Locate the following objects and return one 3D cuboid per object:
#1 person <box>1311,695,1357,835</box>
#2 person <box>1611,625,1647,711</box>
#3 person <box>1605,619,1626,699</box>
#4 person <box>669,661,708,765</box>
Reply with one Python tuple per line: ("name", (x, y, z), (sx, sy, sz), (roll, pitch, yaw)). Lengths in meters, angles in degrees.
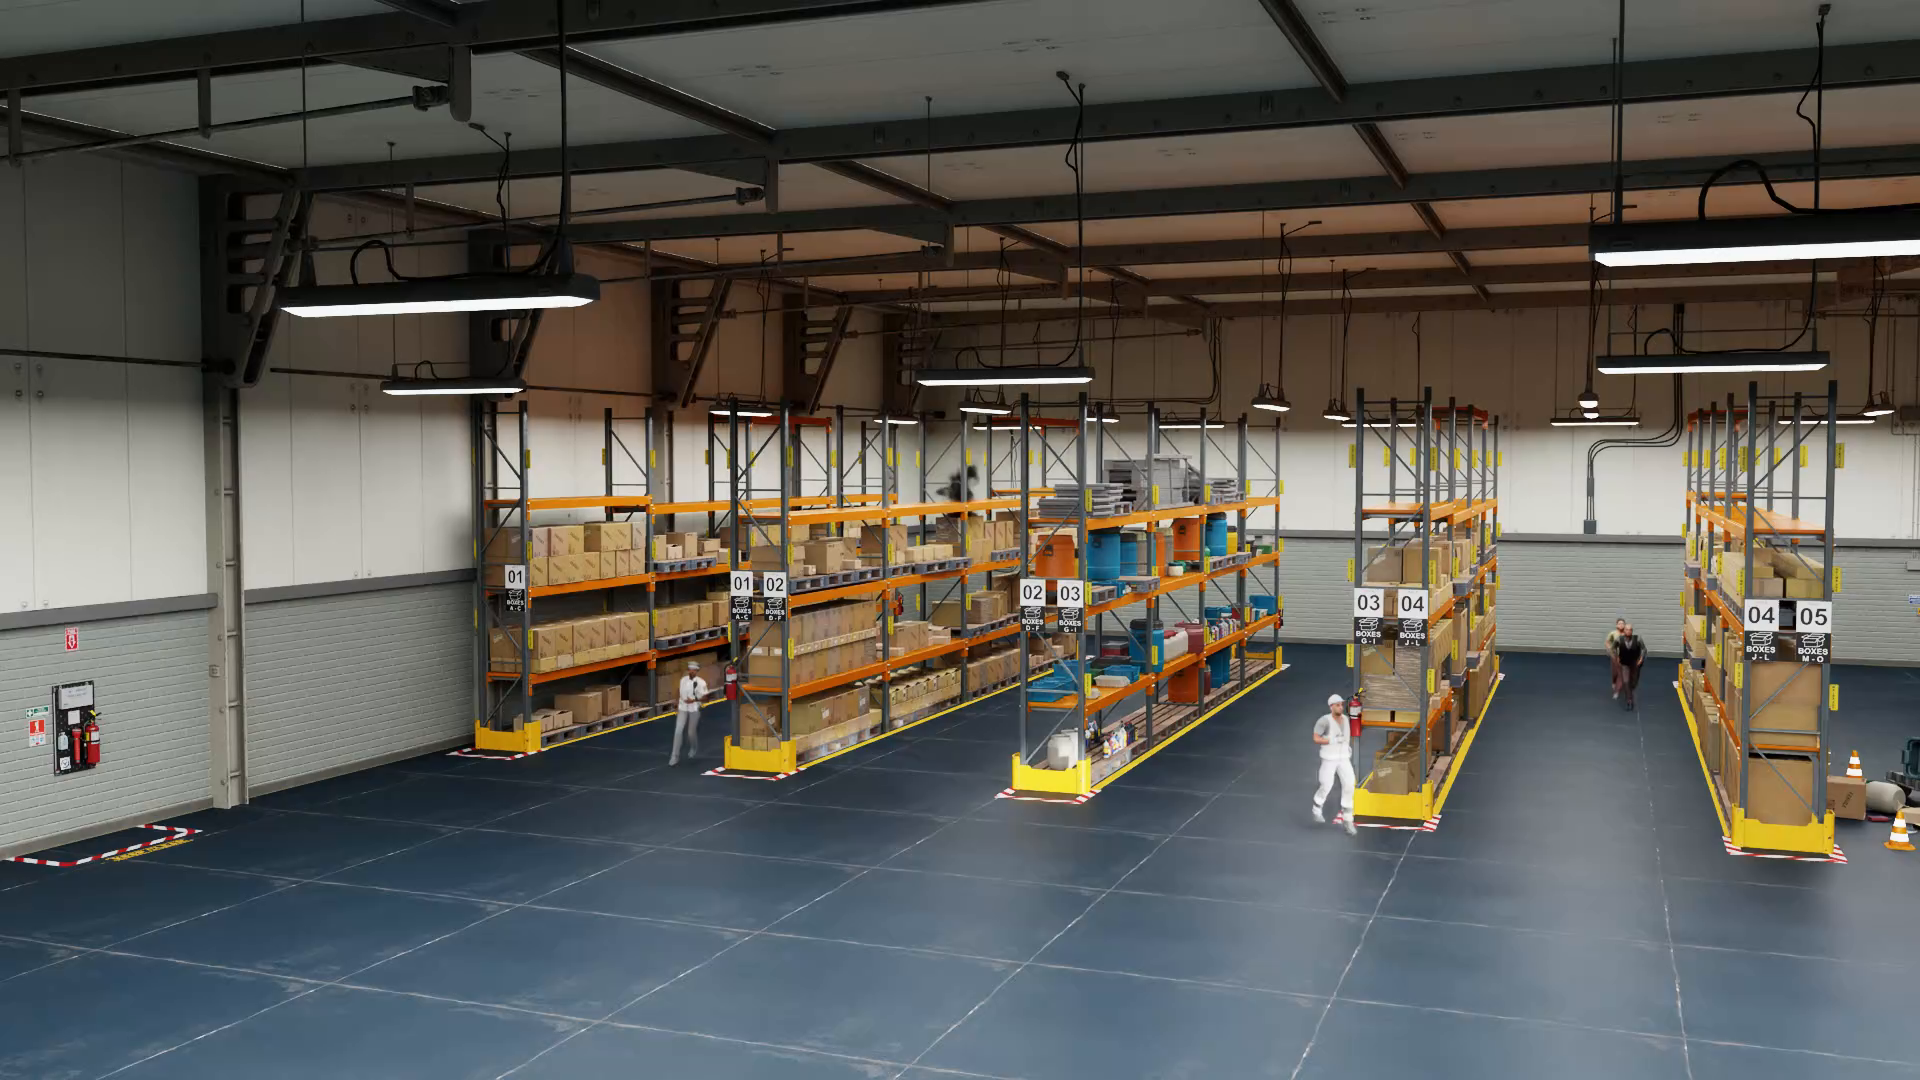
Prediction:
("person", (5.041, 3.004, 22.452), (0.651, 1.848, 0.759), (-1, 3, -19))
("person", (13.485, 2.548, 33.532), (0.661, 1.716, 0.941), (1, 3, 17))
("person", (13.915, 2.486, 35.062), (0.609, 1.669, 0.897), (1, 3, 21))
("person", (-4.423, 2.807, 27.310), (0.606, 1.656, 0.962), (0, 3, 9))
